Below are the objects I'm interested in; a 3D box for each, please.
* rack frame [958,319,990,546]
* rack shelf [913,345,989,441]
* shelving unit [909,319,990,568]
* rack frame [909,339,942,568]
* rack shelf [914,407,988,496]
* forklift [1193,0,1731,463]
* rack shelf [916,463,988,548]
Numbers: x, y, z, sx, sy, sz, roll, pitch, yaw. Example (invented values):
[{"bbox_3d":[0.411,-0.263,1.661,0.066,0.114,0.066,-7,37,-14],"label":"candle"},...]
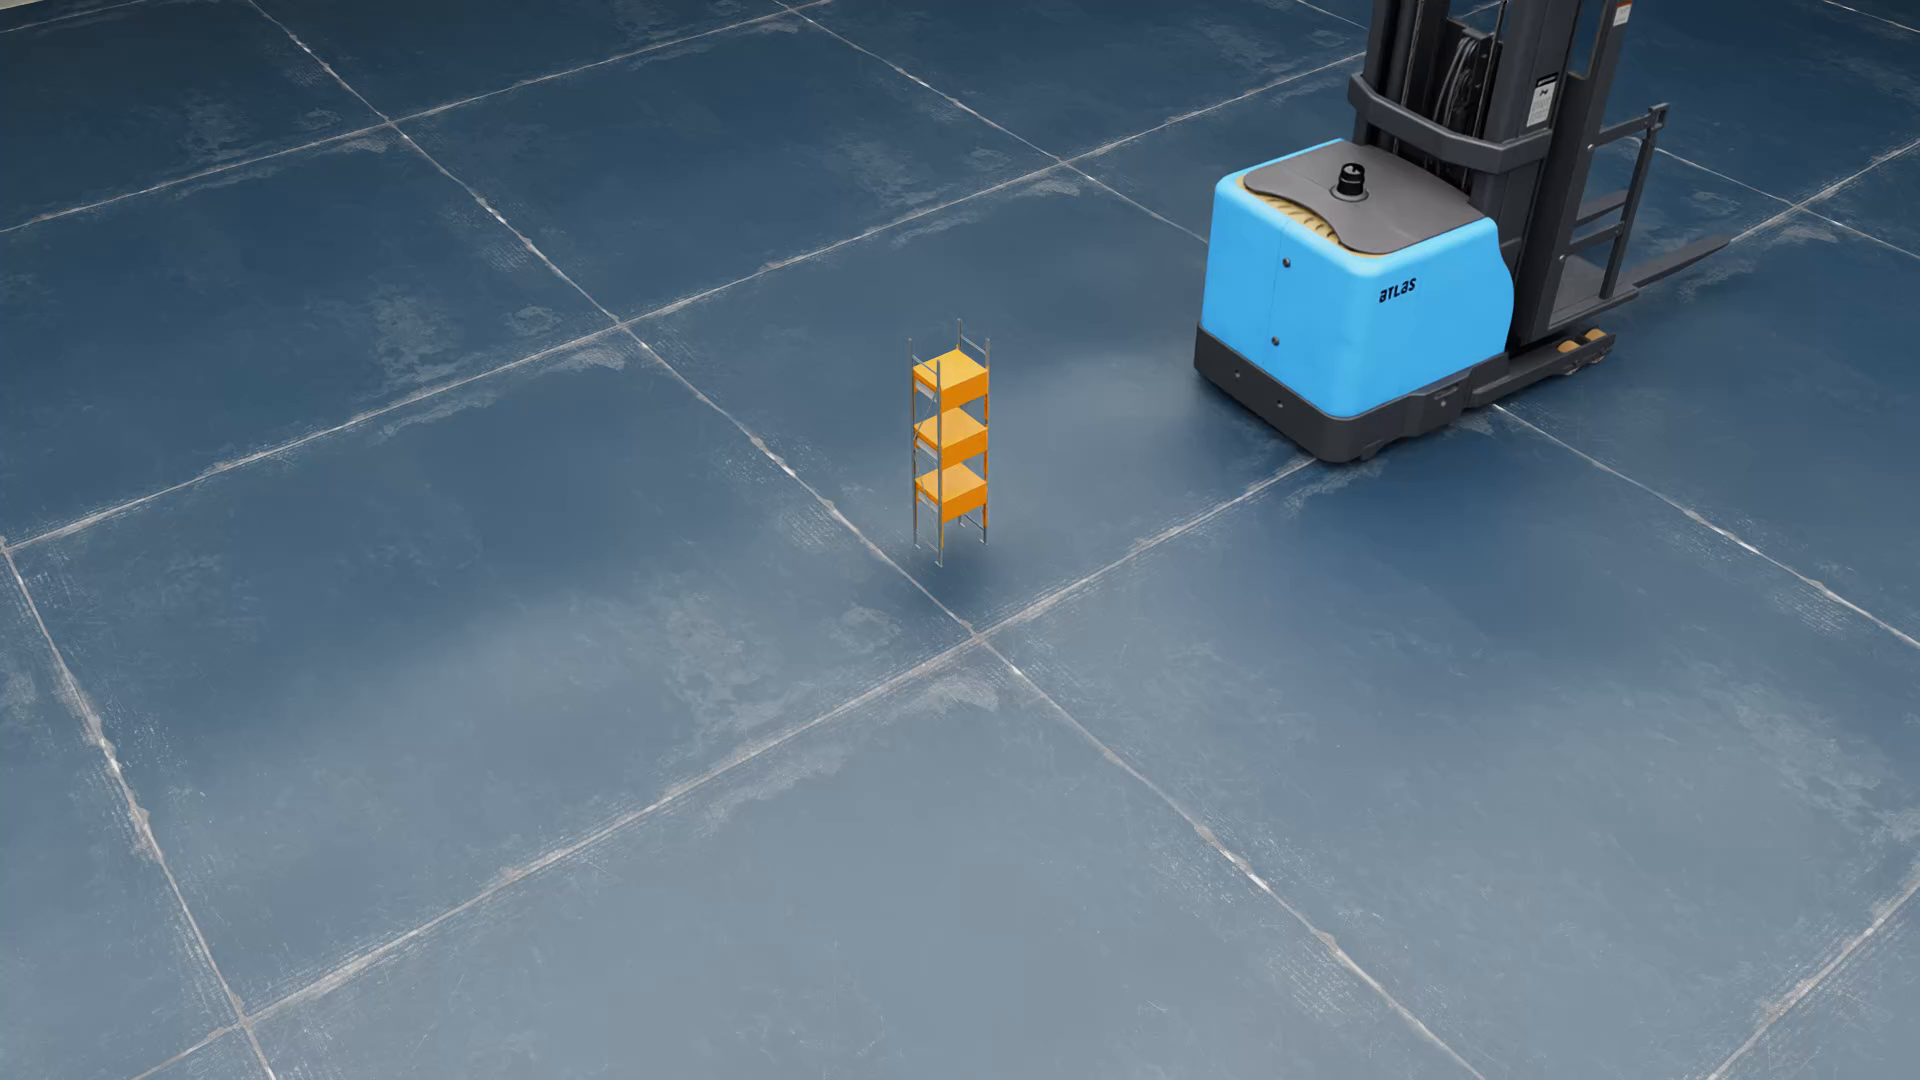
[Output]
[{"bbox_3d":[0.054,-0.432,6.949,0.008,1.050,0.200,-26,46,-28],"label":"rack frame"},{"bbox_3d":[-0.042,-0.596,6.719,0.240,0.259,0.215,-26,46,-28],"label":"rack shelf"},{"bbox_3d":[-0.042,-0.385,6.892,0.252,1.050,0.215,-26,46,-28],"label":"shelving unit"},{"bbox_3d":[-0.139,-0.338,6.834,0.008,1.050,0.200,-26,46,-28],"label":"rack frame"},{"bbox_3d":[-0.042,-0.377,6.899,0.240,0.259,0.215,-26,46,-28],"label":"rack shelf"},{"bbox_3d":[2.661,-2.209,7.632,3.031,2.935,1.130,-23,45,-25],"label":"forklift"},{"bbox_3d":[-0.042,-0.162,7.075,0.240,0.259,0.215,-26,46,-28],"label":"rack shelf"}]
